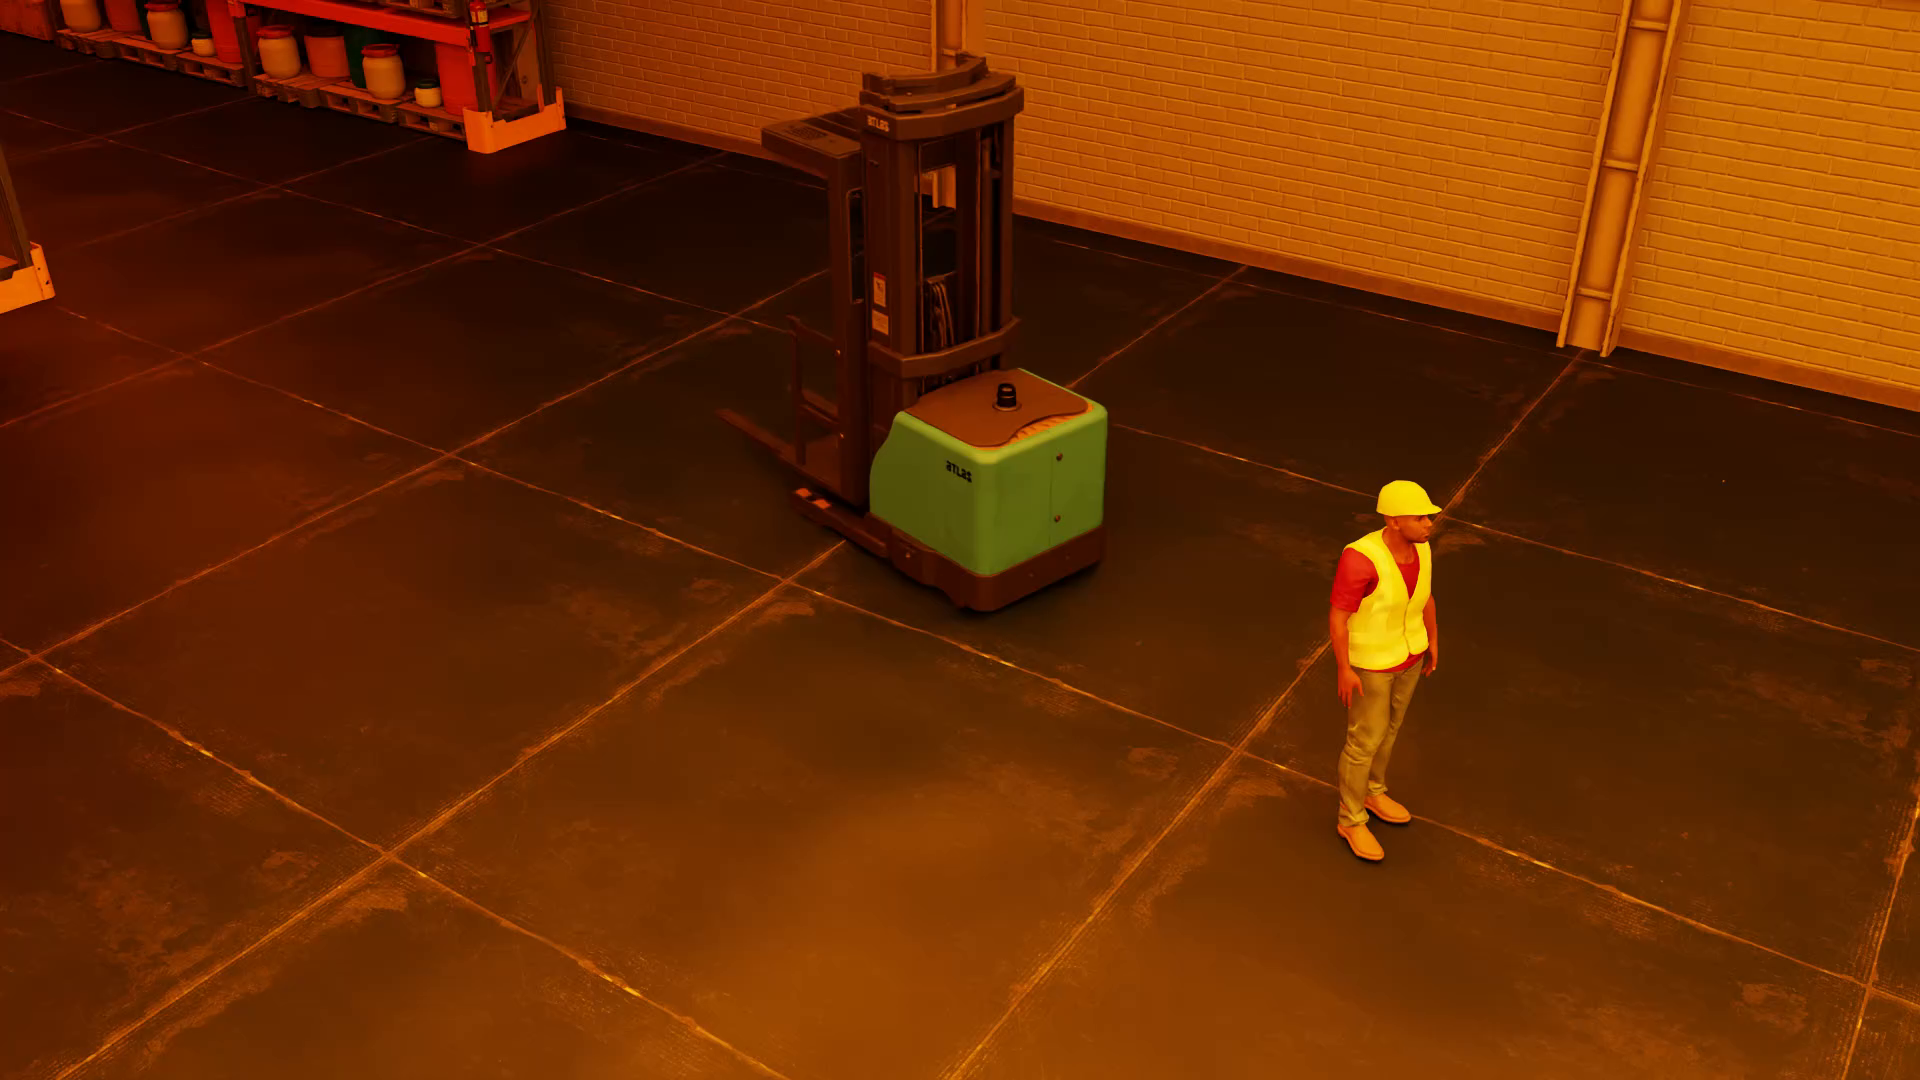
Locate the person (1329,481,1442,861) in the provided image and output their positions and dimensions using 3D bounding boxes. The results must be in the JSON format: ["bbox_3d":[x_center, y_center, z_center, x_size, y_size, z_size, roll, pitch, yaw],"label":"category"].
[{"bbox_3d":[2.031,0.572,7.742,0.666,1.765,0.577,-20,36,-30],"label":"person"}]

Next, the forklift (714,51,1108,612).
[{"bbox_3d":[-0.468,-1.511,10.183,1.130,2.935,3.031,-24,38,-35],"label":"forklift"}]
